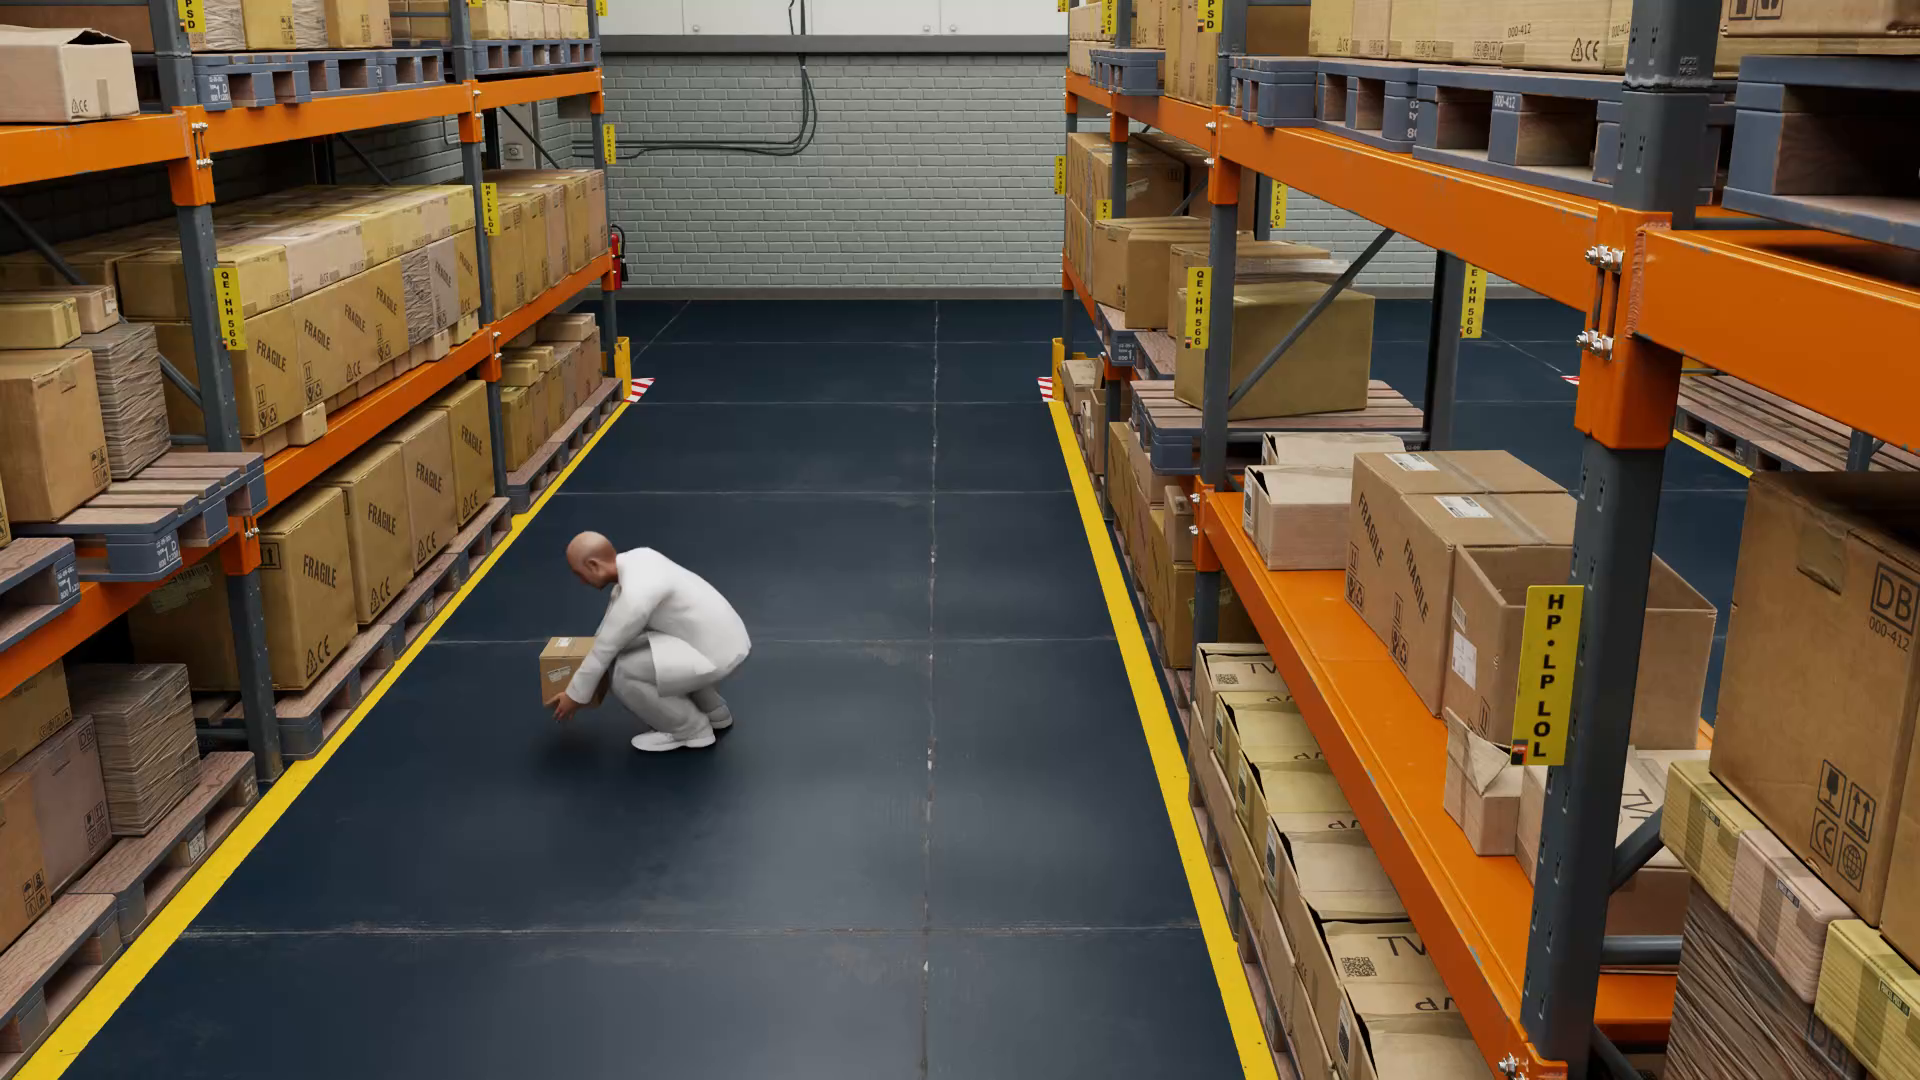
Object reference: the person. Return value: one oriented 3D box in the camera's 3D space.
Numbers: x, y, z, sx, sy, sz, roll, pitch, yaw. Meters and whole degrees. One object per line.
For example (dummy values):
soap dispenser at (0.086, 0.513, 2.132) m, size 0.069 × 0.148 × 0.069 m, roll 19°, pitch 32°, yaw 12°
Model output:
person at (-1.402, 0.428, 7.494) m, size 0.902 × 1.011 × 0.589 m, roll 0°, pitch 17°, yaw -2°
